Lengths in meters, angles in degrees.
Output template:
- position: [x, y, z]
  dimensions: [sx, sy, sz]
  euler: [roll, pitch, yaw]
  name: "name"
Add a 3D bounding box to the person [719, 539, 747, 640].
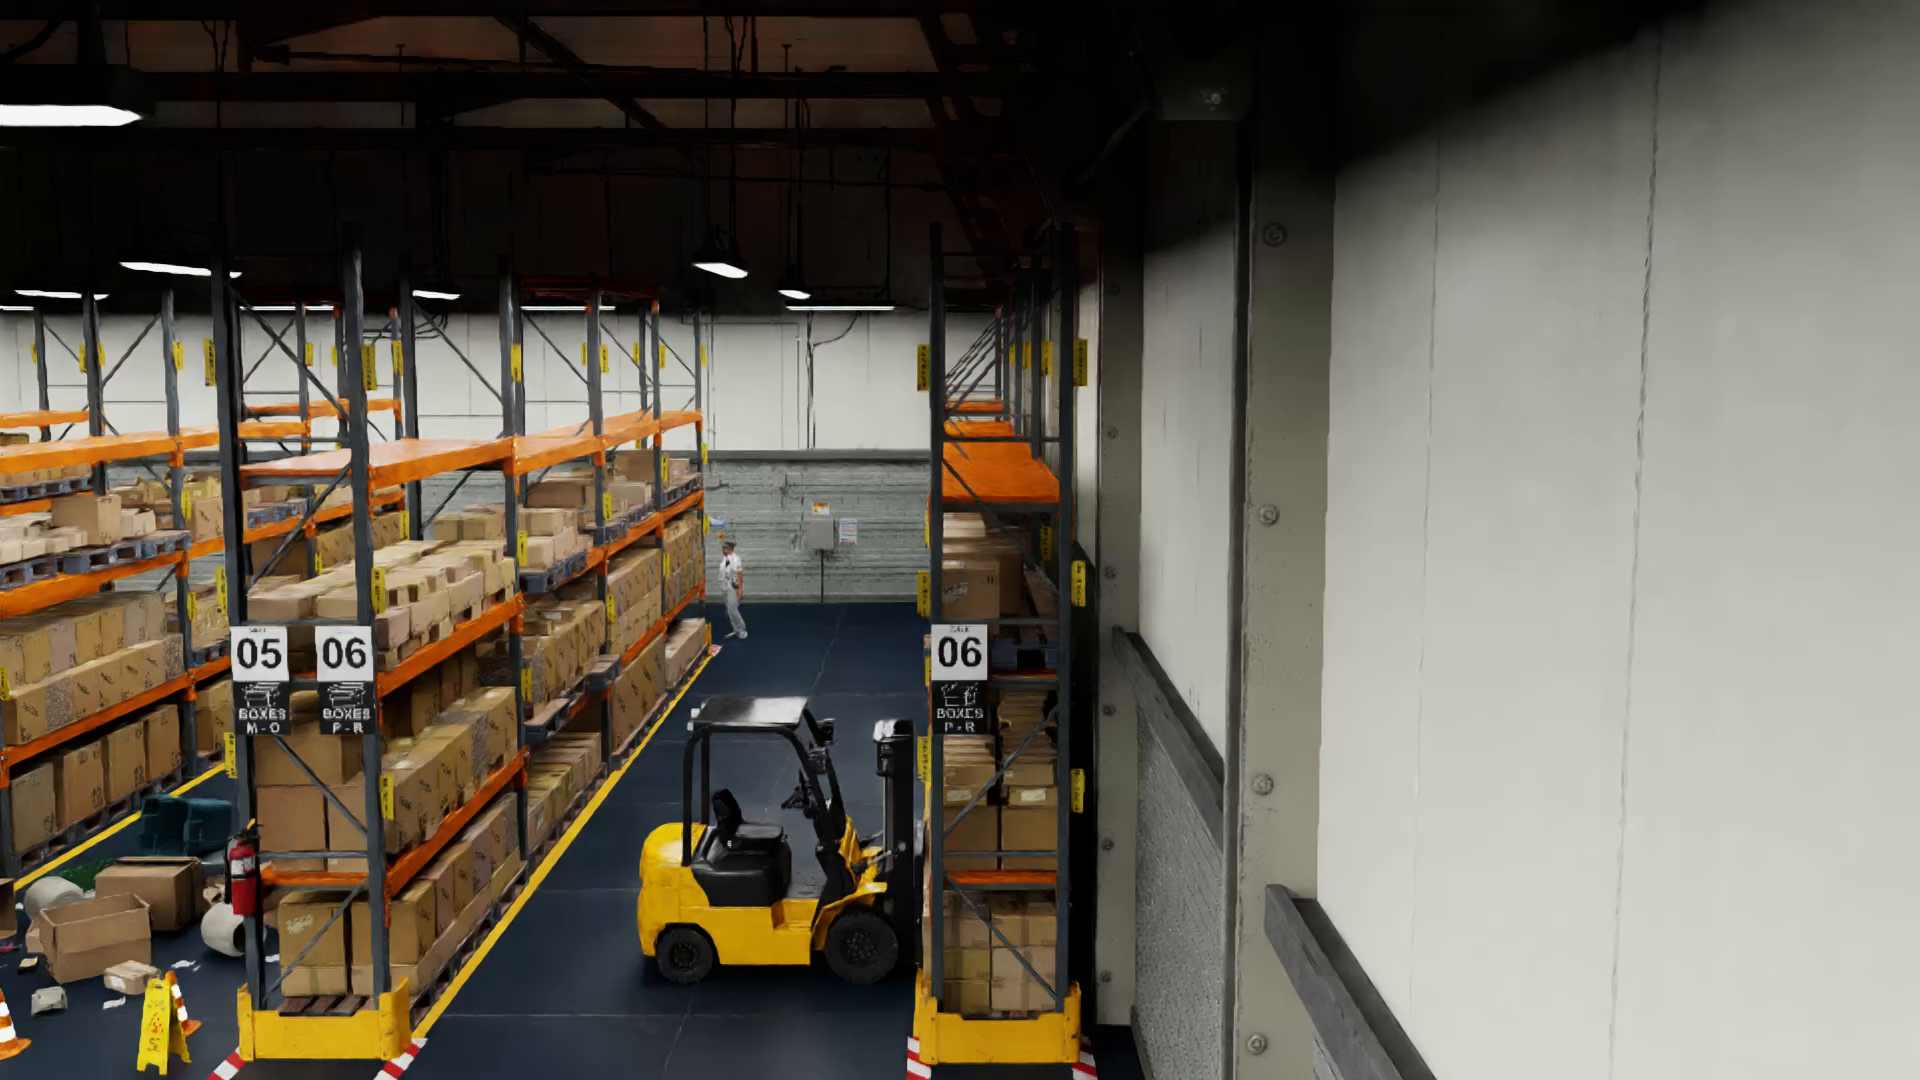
- position: [-4.021, 0.859, 29.382]
  dimensions: [0.417, 1.753, 0.645]
  euler: [-4, 8, -32]
  name: "person"
